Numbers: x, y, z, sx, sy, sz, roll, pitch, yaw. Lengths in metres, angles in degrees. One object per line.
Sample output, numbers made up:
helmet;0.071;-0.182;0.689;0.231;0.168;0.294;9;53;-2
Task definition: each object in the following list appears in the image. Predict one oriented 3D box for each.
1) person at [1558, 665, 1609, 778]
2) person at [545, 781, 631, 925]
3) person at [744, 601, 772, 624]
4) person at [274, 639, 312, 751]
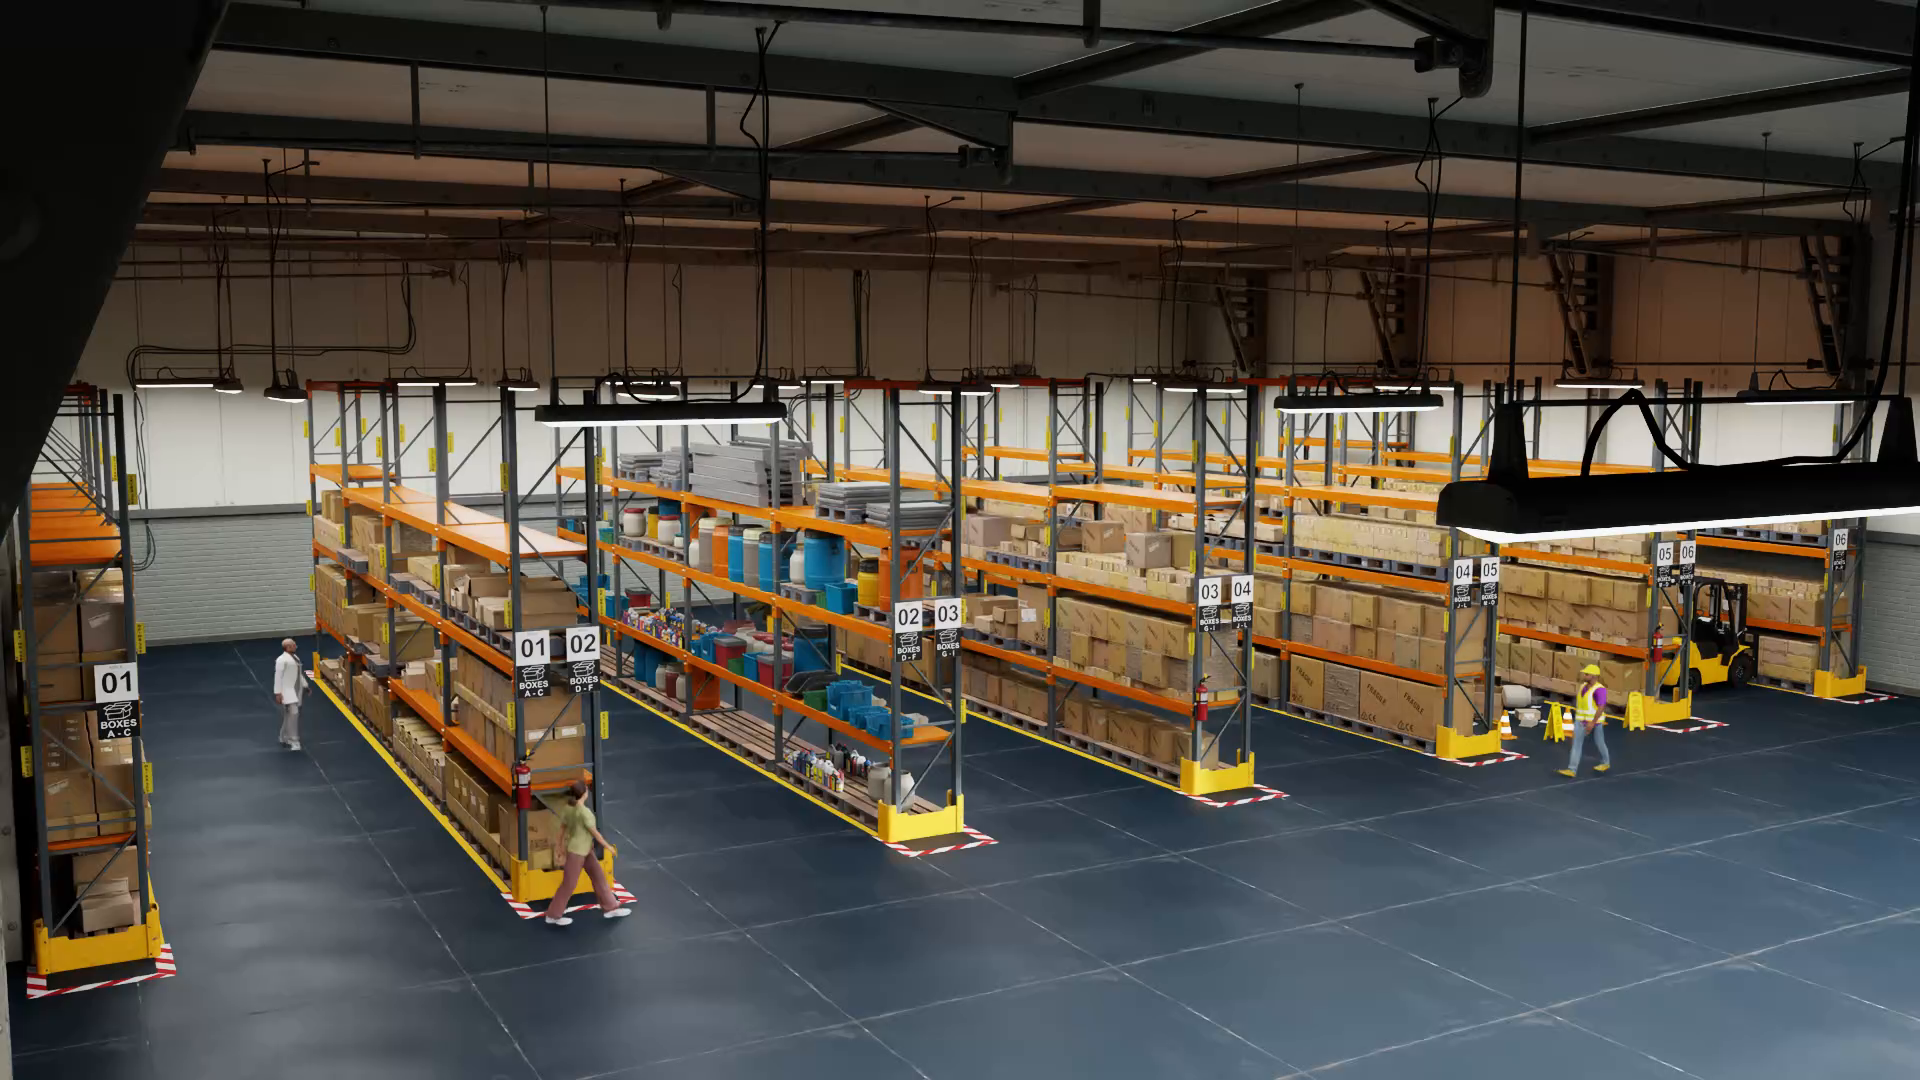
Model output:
person;9.630;2.768;25.444;0.515;1.718;1.069;6;8;43
person;-4.214;3.508;18.749;0.944;1.619;0.399;-1;6;-7
person;-4.791;1.160;40.286;0.697;1.750;0.592;1;6;13
person;-11.044;2.549;27.476;0.670;1.839;0.662;3;7;25
